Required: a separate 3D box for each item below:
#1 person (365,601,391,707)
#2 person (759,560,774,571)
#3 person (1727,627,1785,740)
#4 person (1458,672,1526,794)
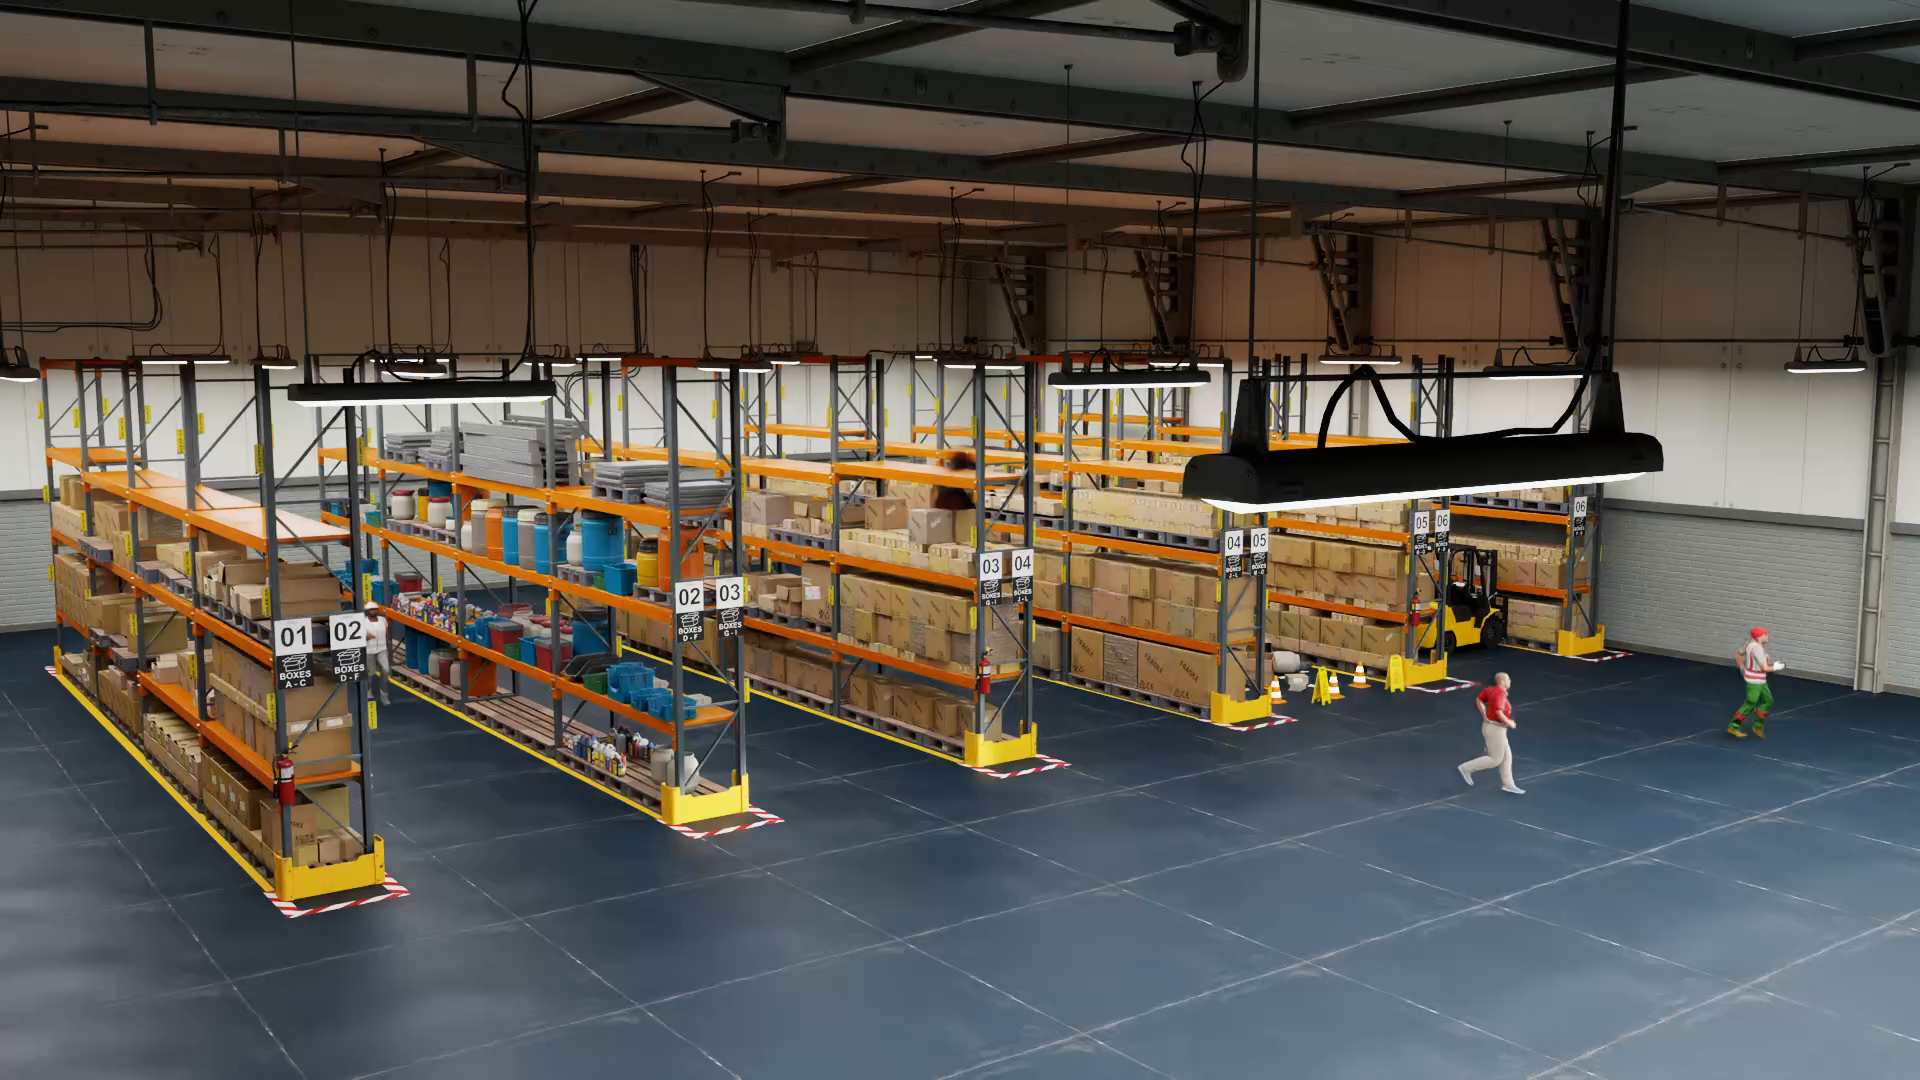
[{"bbox_3d":[-10.208,1.973,28.986,0.677,1.823,0.738,-5,9,-38],"label":"person"},{"bbox_3d":[-4.944,0.309,43.139,0.667,1.731,0.581,4,8,31],"label":"person"},{"bbox_3d":[12.620,2.288,26.338,0.760,1.852,0.664,2,7,19],"label":"person"},{"bbox_3d":[7.463,2.704,23.301,0.947,1.724,0.686,0,7,2],"label":"person"}]
